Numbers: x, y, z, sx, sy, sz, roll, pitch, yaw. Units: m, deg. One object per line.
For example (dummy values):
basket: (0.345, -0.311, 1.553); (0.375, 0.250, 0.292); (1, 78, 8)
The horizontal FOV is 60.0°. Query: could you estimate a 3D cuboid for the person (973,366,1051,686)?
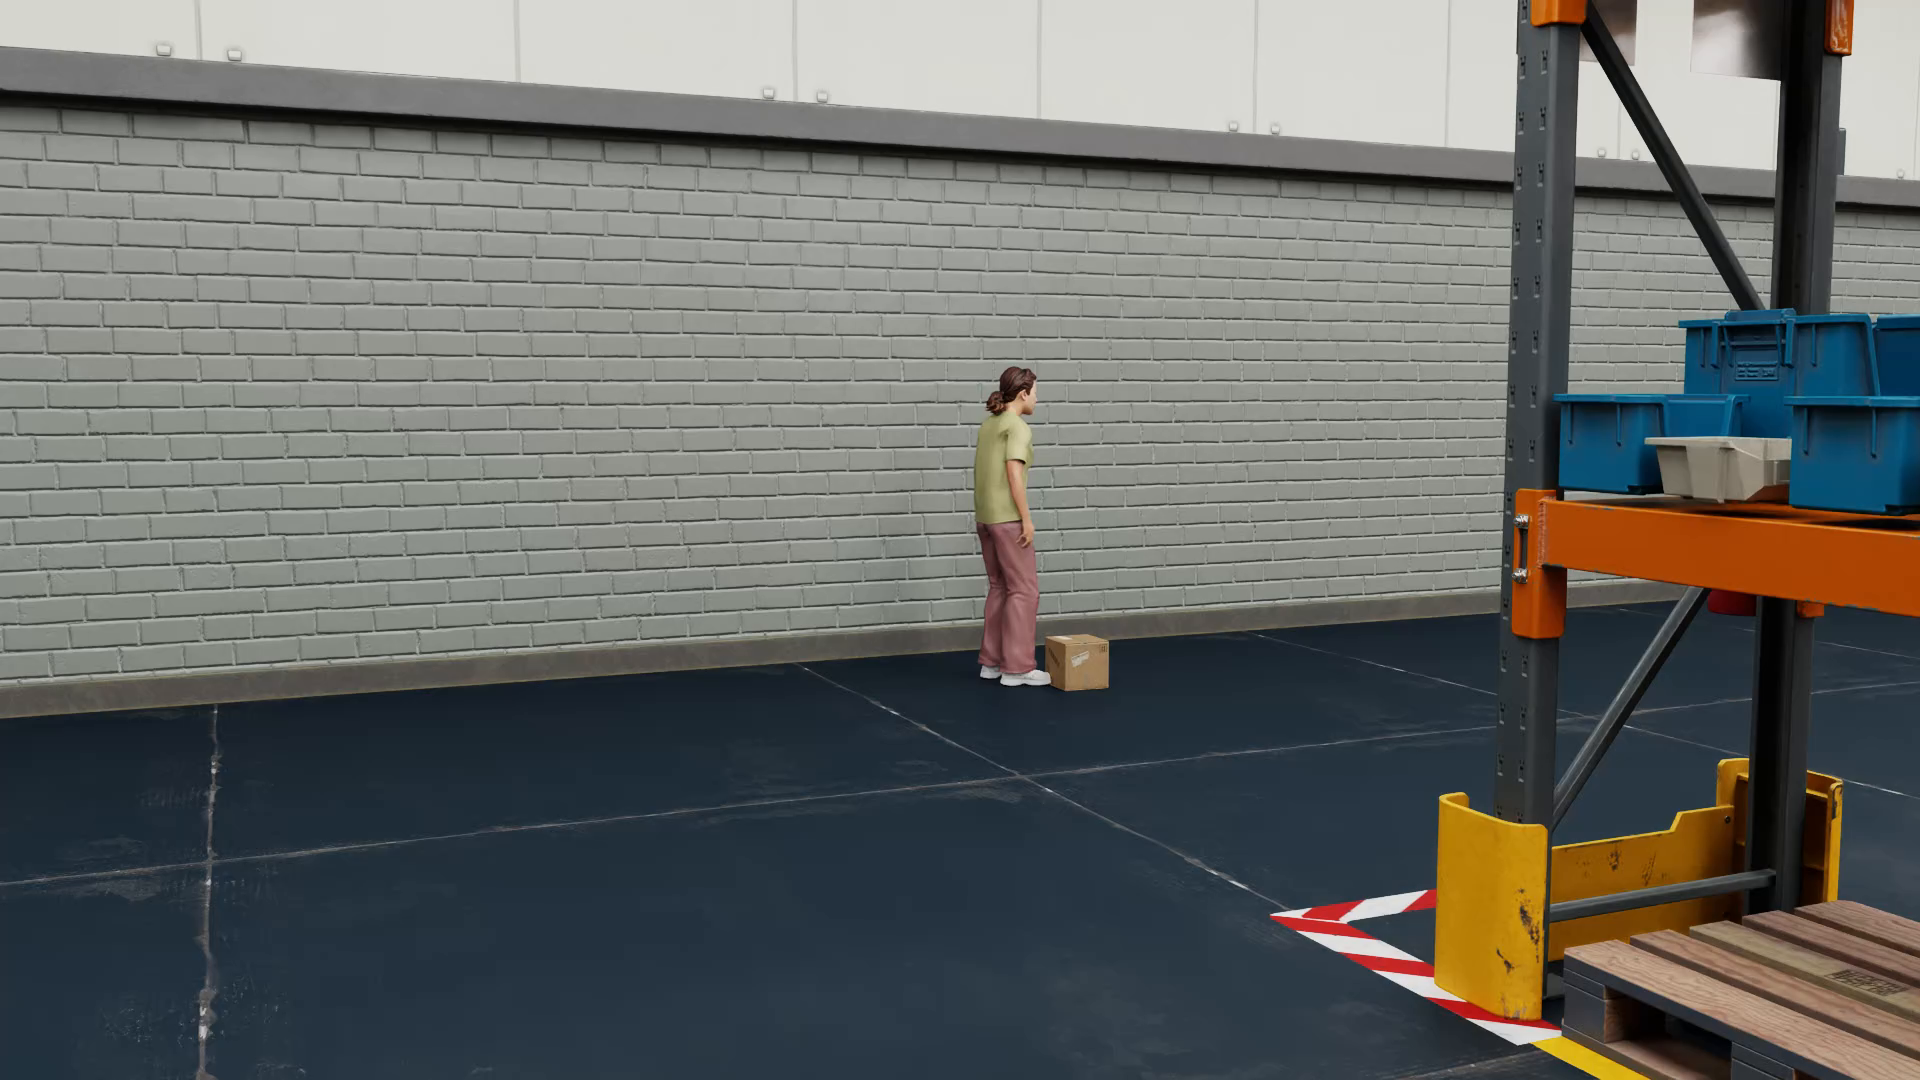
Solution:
person: (0.267, -0.082, 8.828); (0.363, 1.672, 0.497); (-2, 6, -24)
